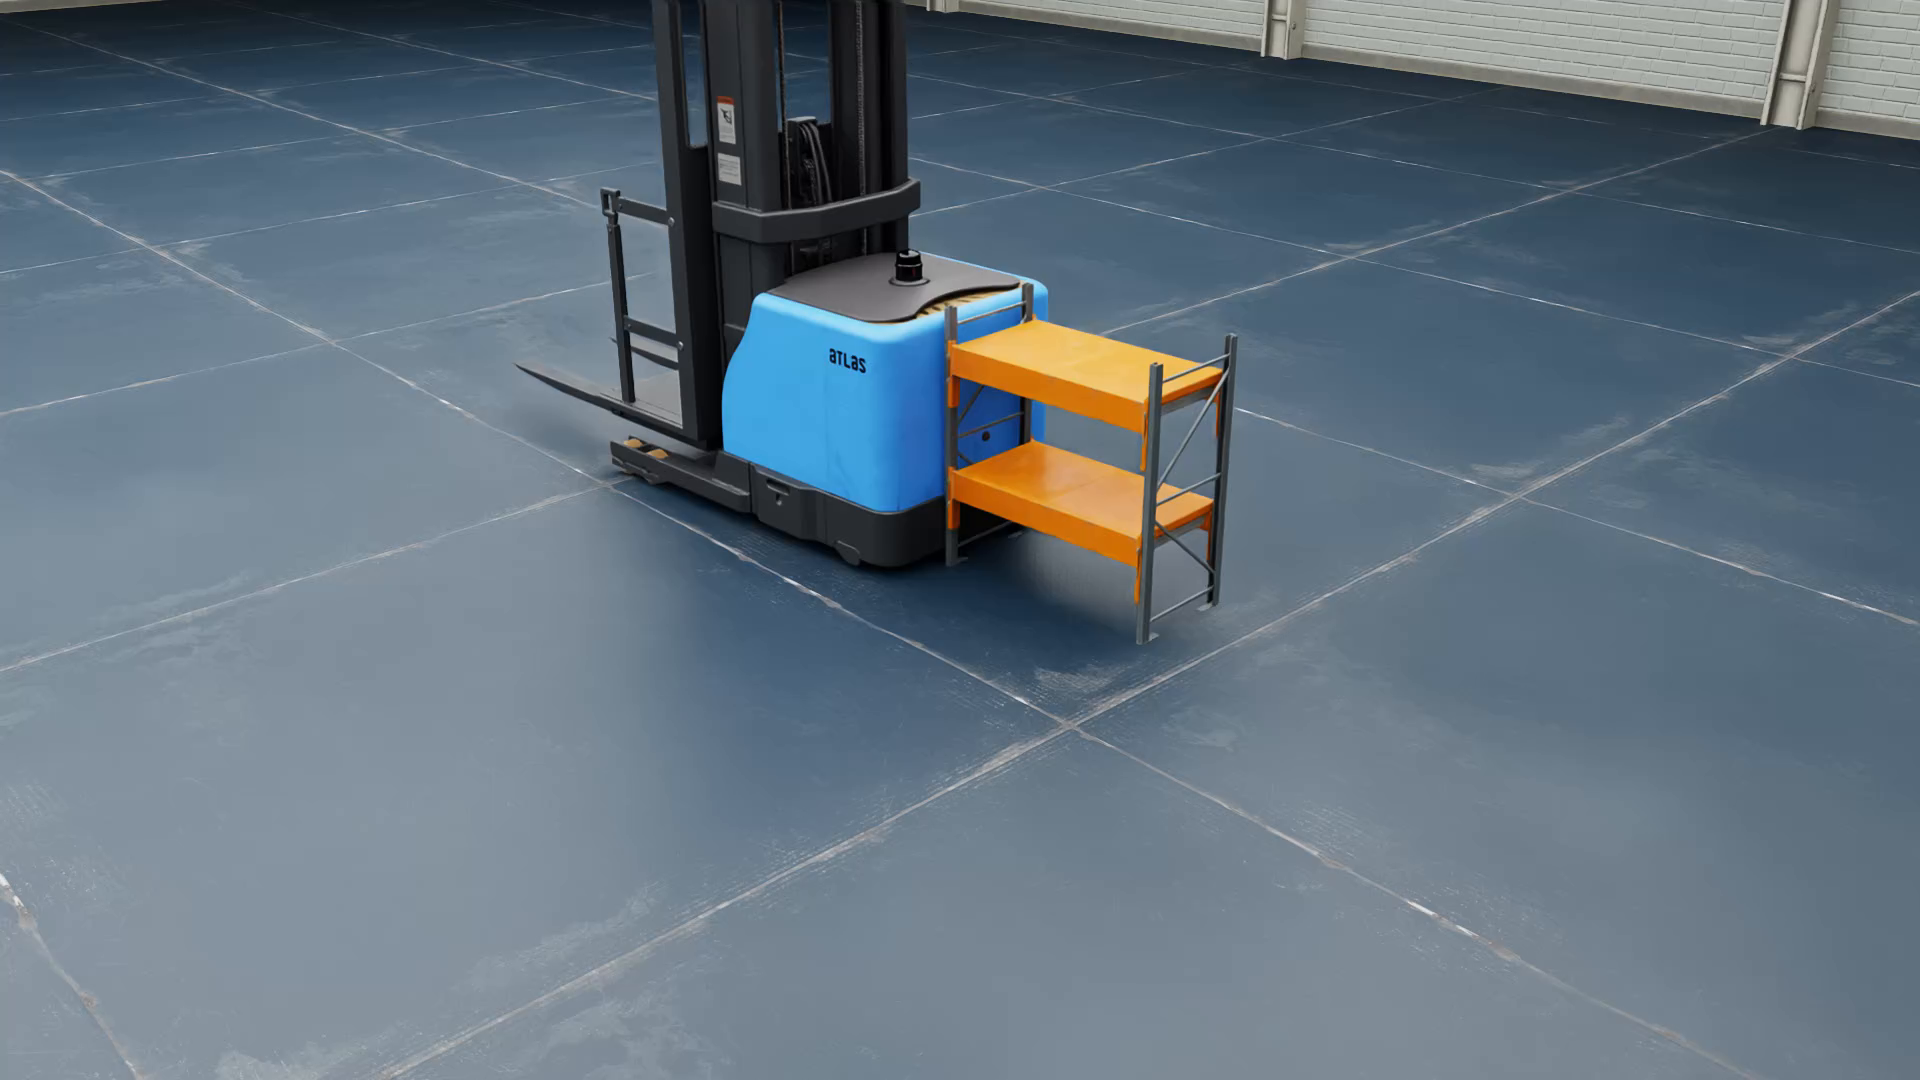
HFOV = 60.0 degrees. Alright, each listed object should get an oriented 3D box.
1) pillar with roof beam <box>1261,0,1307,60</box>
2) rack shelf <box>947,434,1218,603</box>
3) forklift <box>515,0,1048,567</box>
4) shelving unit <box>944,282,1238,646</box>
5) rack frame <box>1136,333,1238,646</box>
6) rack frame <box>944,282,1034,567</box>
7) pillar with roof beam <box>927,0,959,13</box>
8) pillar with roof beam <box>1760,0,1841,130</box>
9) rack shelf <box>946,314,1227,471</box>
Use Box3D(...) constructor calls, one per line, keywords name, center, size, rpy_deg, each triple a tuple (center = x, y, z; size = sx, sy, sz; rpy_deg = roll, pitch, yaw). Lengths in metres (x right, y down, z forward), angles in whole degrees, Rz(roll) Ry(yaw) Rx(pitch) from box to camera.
Box3D(name="pillar with roof beam", center=(0.722, -8.687, 15.450), size=(9.100, 9.000, 0.400), rpy_deg=(-21, 32, -38))
Box3D(name="rack shelf", center=(0.489, -0.108, 6.720), size=(1.000, 0.278, 0.538), rpy_deg=(22, 32, 39))
Box3D(name="forklift", center=(-1.021, -1.729, 7.509), size=(3.031, 2.935, 1.130), rpy_deg=(22, 32, 39))
Box3D(name="shelving unit", center=(0.489, -0.330, 6.618), size=(1.048, 1.125, 0.538), rpy_deg=(22, 32, 39))
Box3D(name="rack frame", center=(0.857, -0.184, 6.299), size=(0.032, 1.125, 0.500), rpy_deg=(22, 32, 39))
Box3D(name="rack frame", center=(0.122, -0.476, 6.937), size=(0.032, 1.125, 0.500), rpy_deg=(22, 32, 39))
Box3D(name="pillar with roof beam", center=(-3.379, -10.505, 19.435), size=(9.100, 9.000, 0.400), rpy_deg=(-21, 32, -38))
Box3D(name="pillar with roof beam", center=(4.823, -6.869, 11.466), size=(9.100, 9.000, 0.400), rpy_deg=(-21, 32, -38))
Box3D(name="rack shelf", center=(0.489, -0.596, 6.497), size=(1.000, 0.278, 0.538), rpy_deg=(22, 32, 39))
